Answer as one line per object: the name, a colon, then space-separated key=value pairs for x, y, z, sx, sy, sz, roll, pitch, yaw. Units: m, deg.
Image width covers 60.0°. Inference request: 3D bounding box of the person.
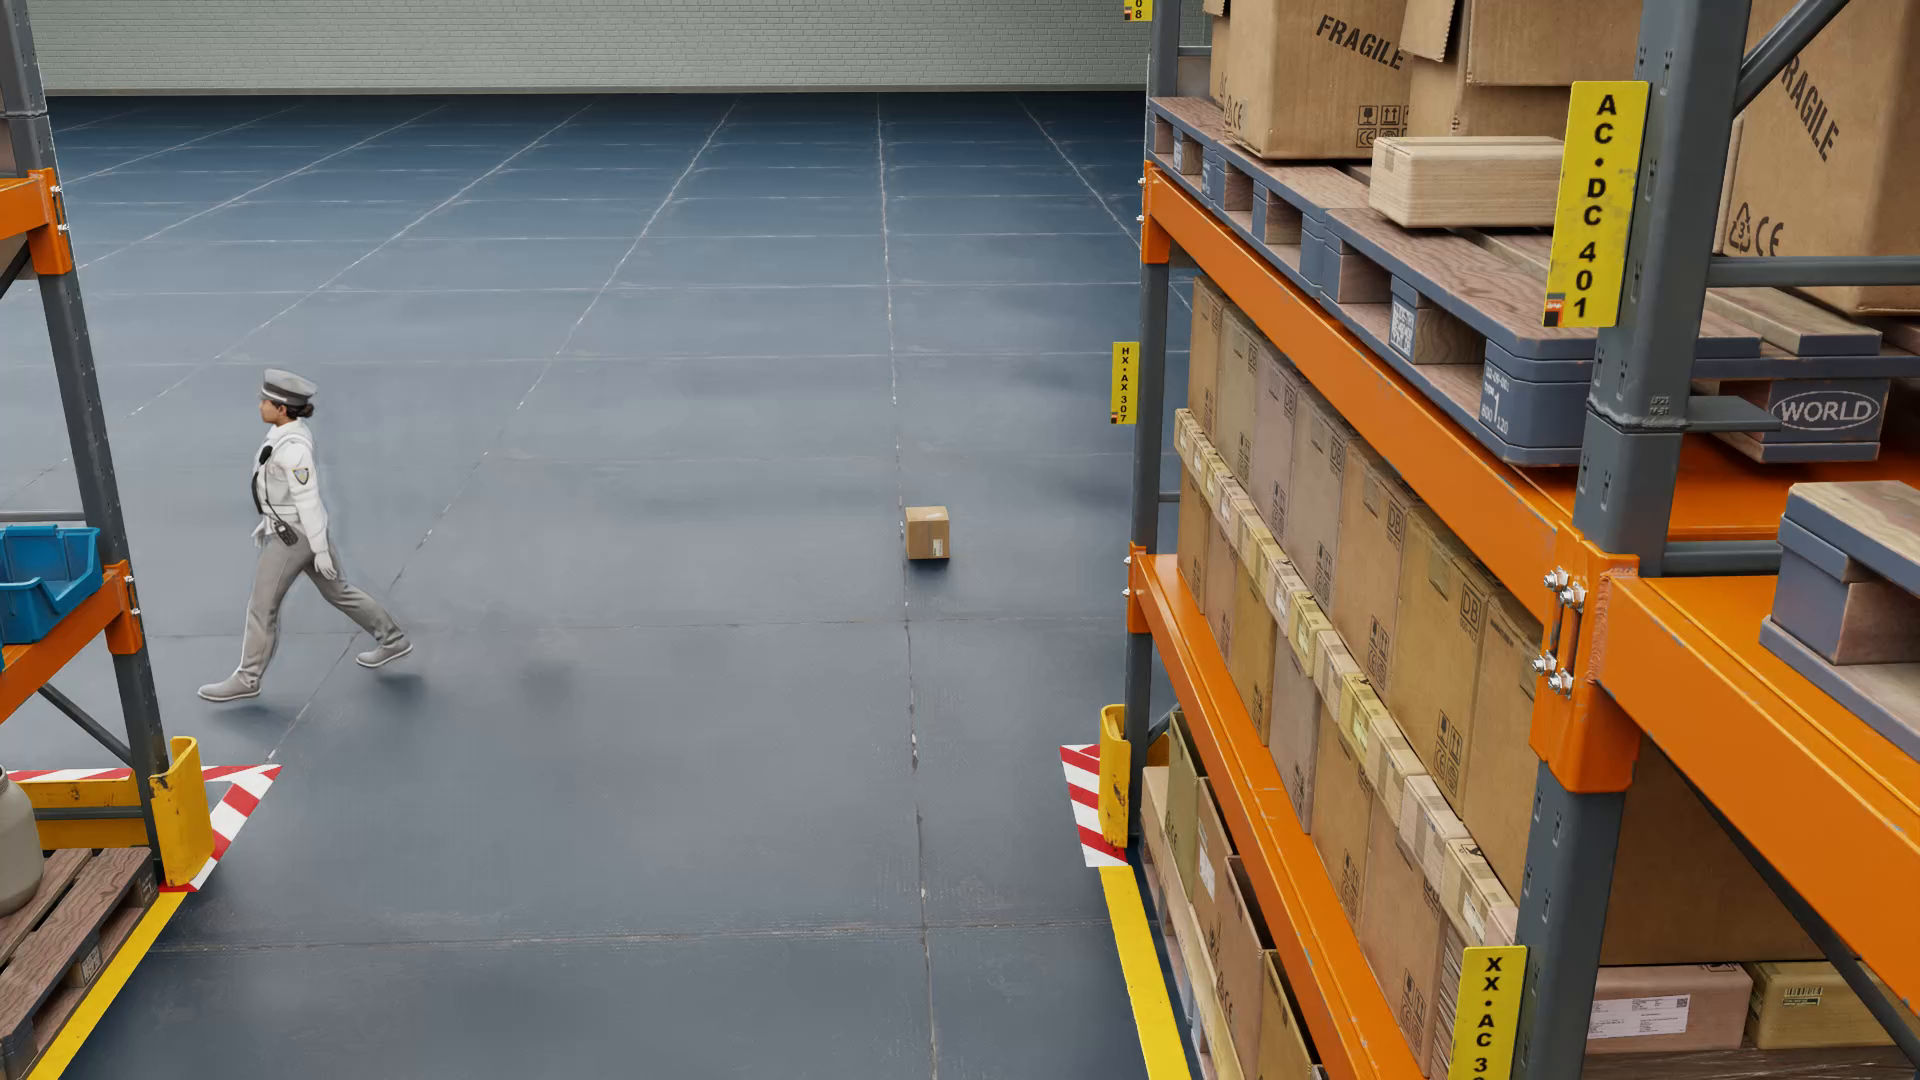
person: x=-3.299 y=-0.045 z=8.163 sx=1.012 sy=1.637 sz=0.520 roll=-6 pitch=21 yaw=-15
